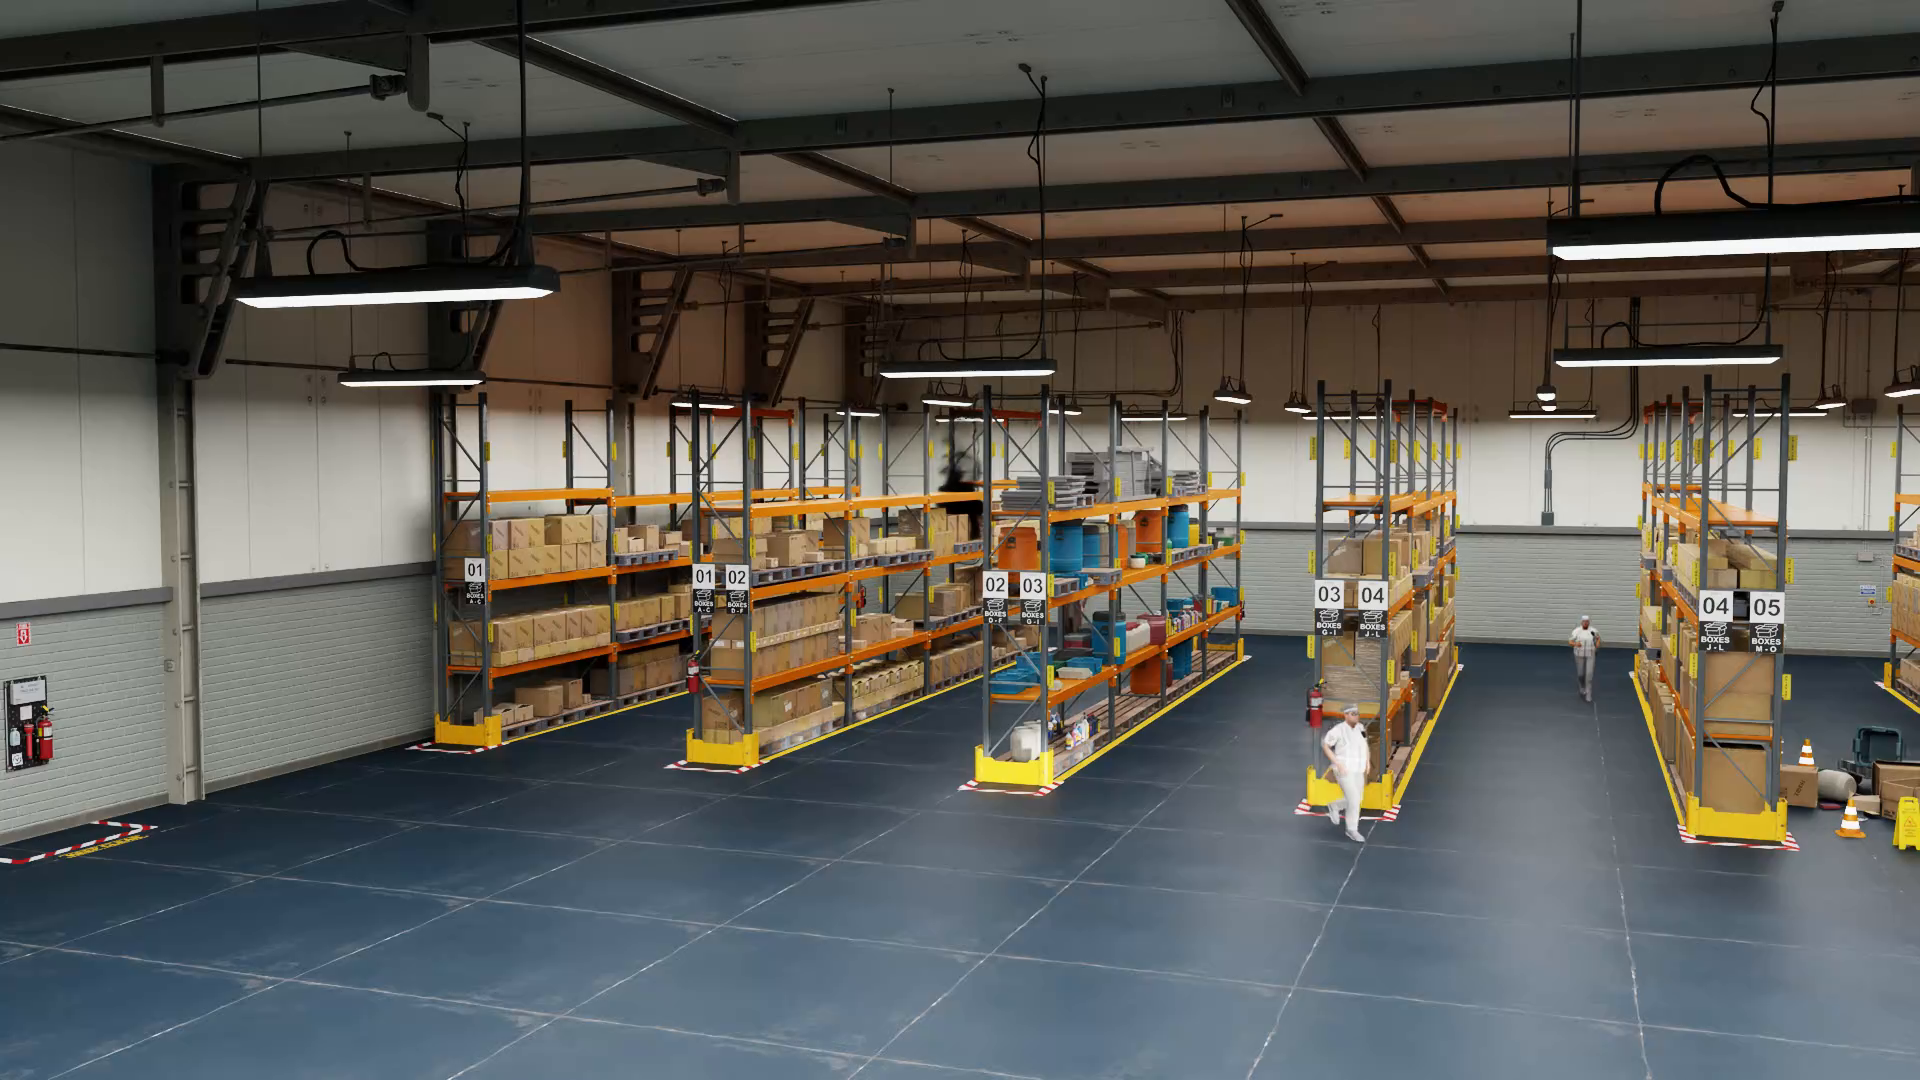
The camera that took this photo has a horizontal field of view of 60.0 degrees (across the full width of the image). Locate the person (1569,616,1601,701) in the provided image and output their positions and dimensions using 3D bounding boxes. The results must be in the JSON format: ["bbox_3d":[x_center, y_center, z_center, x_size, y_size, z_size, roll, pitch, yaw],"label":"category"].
[{"bbox_3d":[12.660,2.362,33.703,0.607,1.671,0.903,1,3,20],"label":"person"}]

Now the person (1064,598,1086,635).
[{"bbox_3d":[2.542,1.891,38.051,0.704,1.620,0.974,0,3,3],"label":"person"}]

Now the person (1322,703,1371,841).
[{"bbox_3d":[5.051,2.986,21.705,0.690,1.769,0.758,-2,4,-32],"label":"person"}]
